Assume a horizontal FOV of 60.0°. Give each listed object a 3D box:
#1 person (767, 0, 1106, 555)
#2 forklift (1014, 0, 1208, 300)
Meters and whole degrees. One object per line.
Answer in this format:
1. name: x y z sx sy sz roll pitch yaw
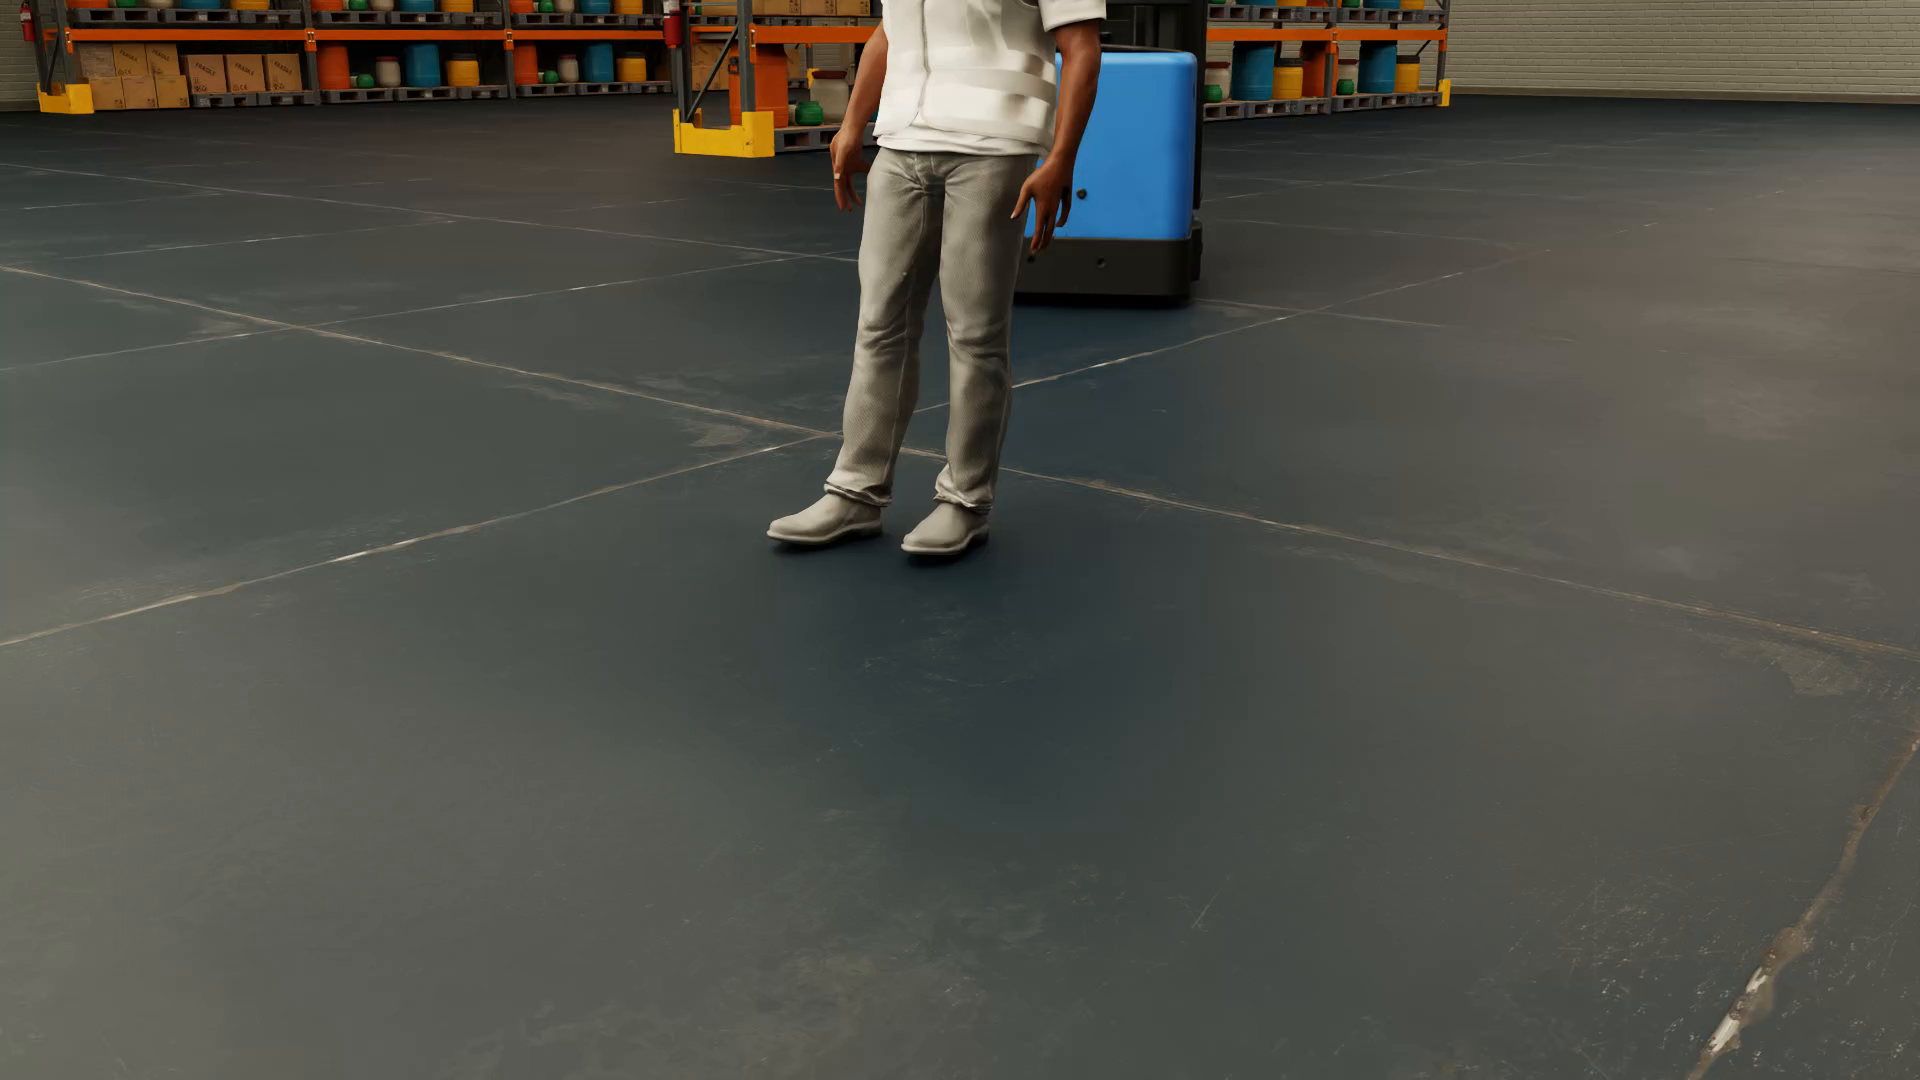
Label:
1. person: -0.049 -0.838 3.636 0.665 1.765 0.577 13 21 37
2. forklift: 0.693 -2.837 8.241 1.130 2.935 3.031 3 17 8
